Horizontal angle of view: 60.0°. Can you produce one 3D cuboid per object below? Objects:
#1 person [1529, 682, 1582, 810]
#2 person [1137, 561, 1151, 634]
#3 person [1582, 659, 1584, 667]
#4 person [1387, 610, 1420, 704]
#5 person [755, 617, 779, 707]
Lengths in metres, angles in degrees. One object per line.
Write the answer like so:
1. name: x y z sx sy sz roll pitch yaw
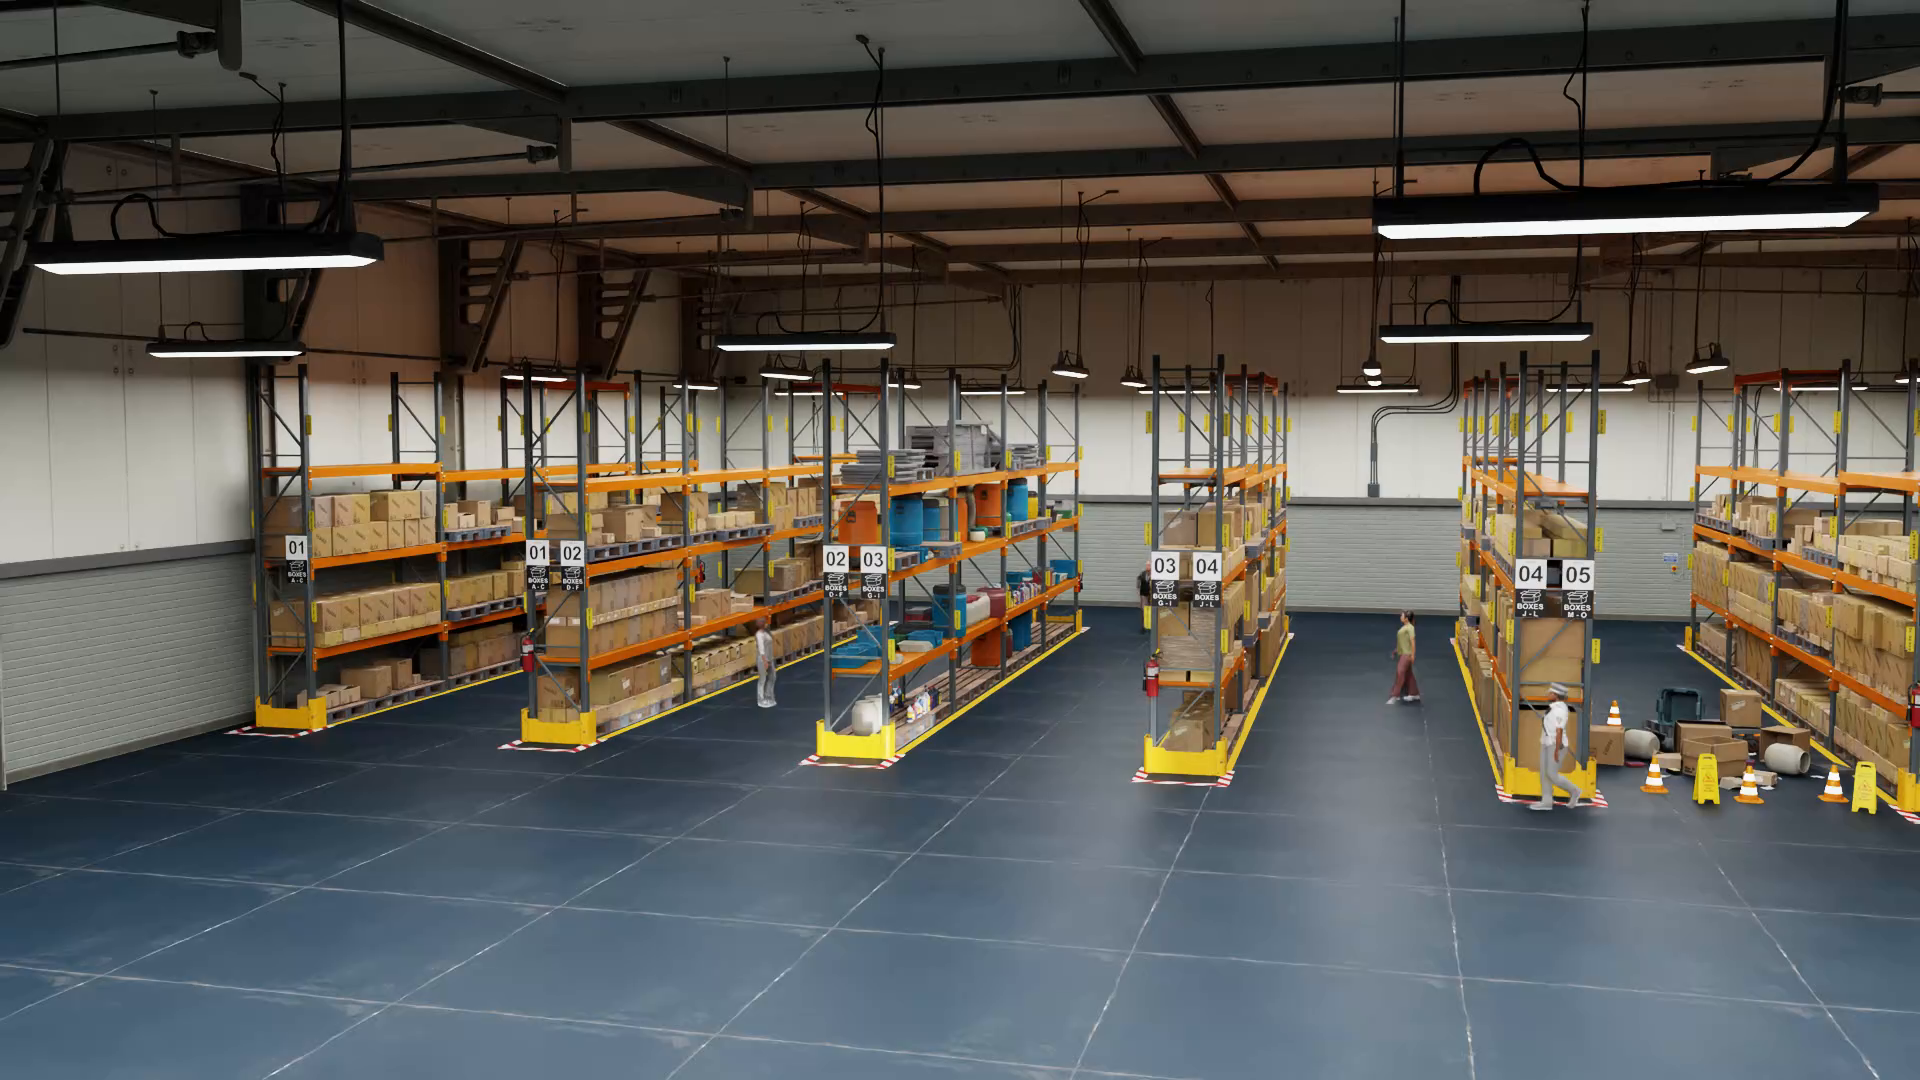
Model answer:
1. person: 7.717 2.672 21.487 0.594 1.673 0.455 -1 4 -10
2. person: 4.555 1.360 39.961 0.664 1.696 0.995 1 4 12
3. person: 12.772 1.752 34.424 0.468 1.768 0.624 3 5 34
4. person: 7.995 2.101 30.057 0.747 1.687 0.520 -1 4 -17
5. person: -3.462 2.190 29.573 0.397 1.649 0.423 2 4 26
